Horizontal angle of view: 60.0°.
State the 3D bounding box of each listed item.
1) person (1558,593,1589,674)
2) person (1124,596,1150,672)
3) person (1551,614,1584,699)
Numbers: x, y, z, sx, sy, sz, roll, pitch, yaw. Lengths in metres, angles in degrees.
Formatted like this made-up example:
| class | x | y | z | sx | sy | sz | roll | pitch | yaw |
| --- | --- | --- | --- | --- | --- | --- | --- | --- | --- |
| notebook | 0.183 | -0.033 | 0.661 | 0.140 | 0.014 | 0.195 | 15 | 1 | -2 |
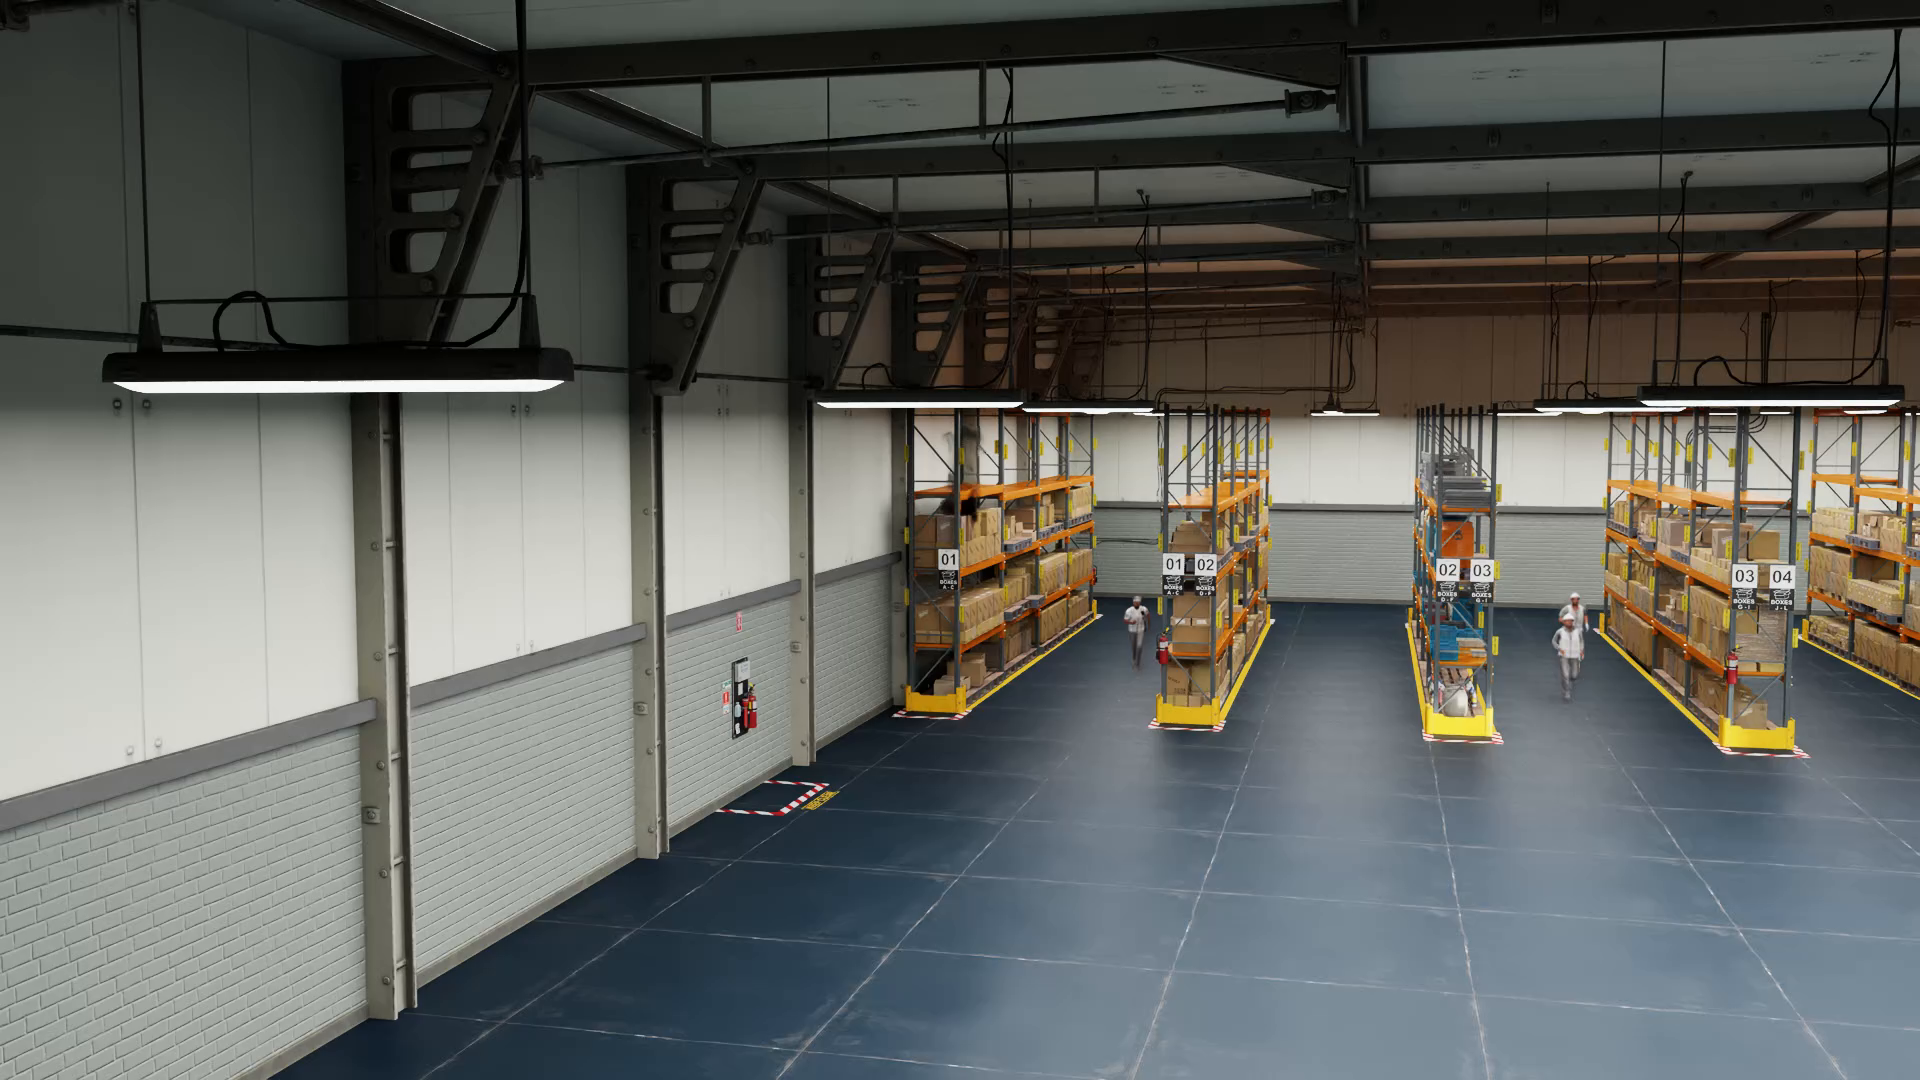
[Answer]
| class | x | y | z | sx | sy | sz | roll | pitch | yaw |
| --- | --- | --- | --- | --- | --- | --- | --- | --- | --- |
| person | 13.874 | 2.090 | 37.606 | 0.685 | 1.795 | 0.865 | 0 | 4 | 3 |
| person | 4.038 | 2.122 | 38.004 | 0.600 | 1.731 | 0.902 | 0 | 4 | 3 |
| person | 12.495 | 2.382 | 34.163 | 0.661 | 1.731 | 0.584 | 1 | 4 | 7 |
